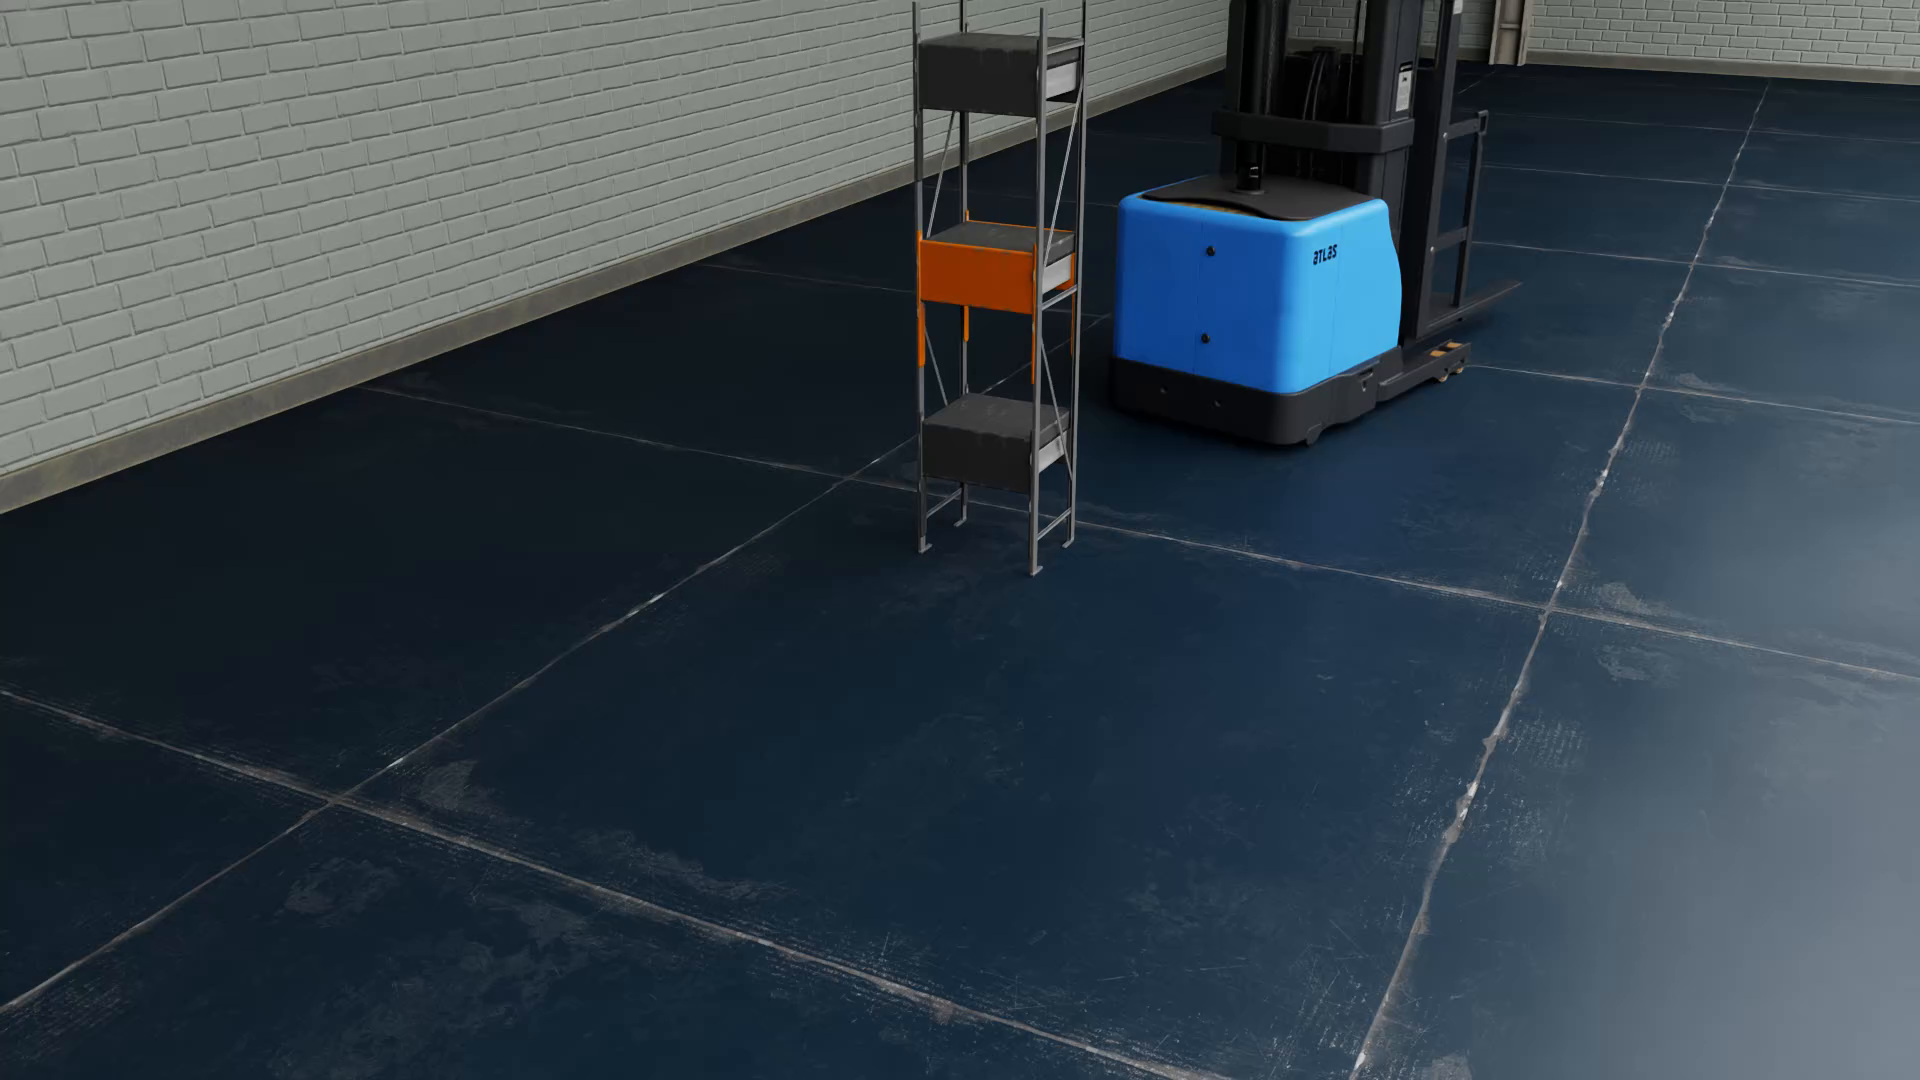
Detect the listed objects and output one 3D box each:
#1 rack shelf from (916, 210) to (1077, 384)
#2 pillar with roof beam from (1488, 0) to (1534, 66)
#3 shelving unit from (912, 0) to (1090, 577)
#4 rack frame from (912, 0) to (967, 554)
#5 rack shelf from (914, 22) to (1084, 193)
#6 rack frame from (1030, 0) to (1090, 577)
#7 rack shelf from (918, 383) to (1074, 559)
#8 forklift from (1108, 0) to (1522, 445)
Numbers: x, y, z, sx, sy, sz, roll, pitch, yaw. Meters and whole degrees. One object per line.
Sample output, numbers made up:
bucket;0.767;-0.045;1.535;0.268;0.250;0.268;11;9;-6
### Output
rack shelf;0.148;-0.924;6.276;0.480;0.518;0.431;11;25;25
pillar with roof beam;4.861;-8.563;15.388;0.400;9.000;9.100;11;25;25
shelving unit;0.148;-0.937;6.270;0.503;2.100;0.431;11;25;25
rack frame;-0.070;-0.980;6.372;0.015;2.100;0.400;11;25;25
rack shelf;0.148;-1.569;6.002;0.480;0.518;0.431;11;25;25
rack frame;0.365;-0.894;6.169;0.015;2.100;0.400;11;25;25
rack shelf;0.148;-0.280;6.550;0.480;0.518;0.431;11;25;25
forklift;2.059;-2.284;8.377;1.130;2.935;3.031;18;29;36
